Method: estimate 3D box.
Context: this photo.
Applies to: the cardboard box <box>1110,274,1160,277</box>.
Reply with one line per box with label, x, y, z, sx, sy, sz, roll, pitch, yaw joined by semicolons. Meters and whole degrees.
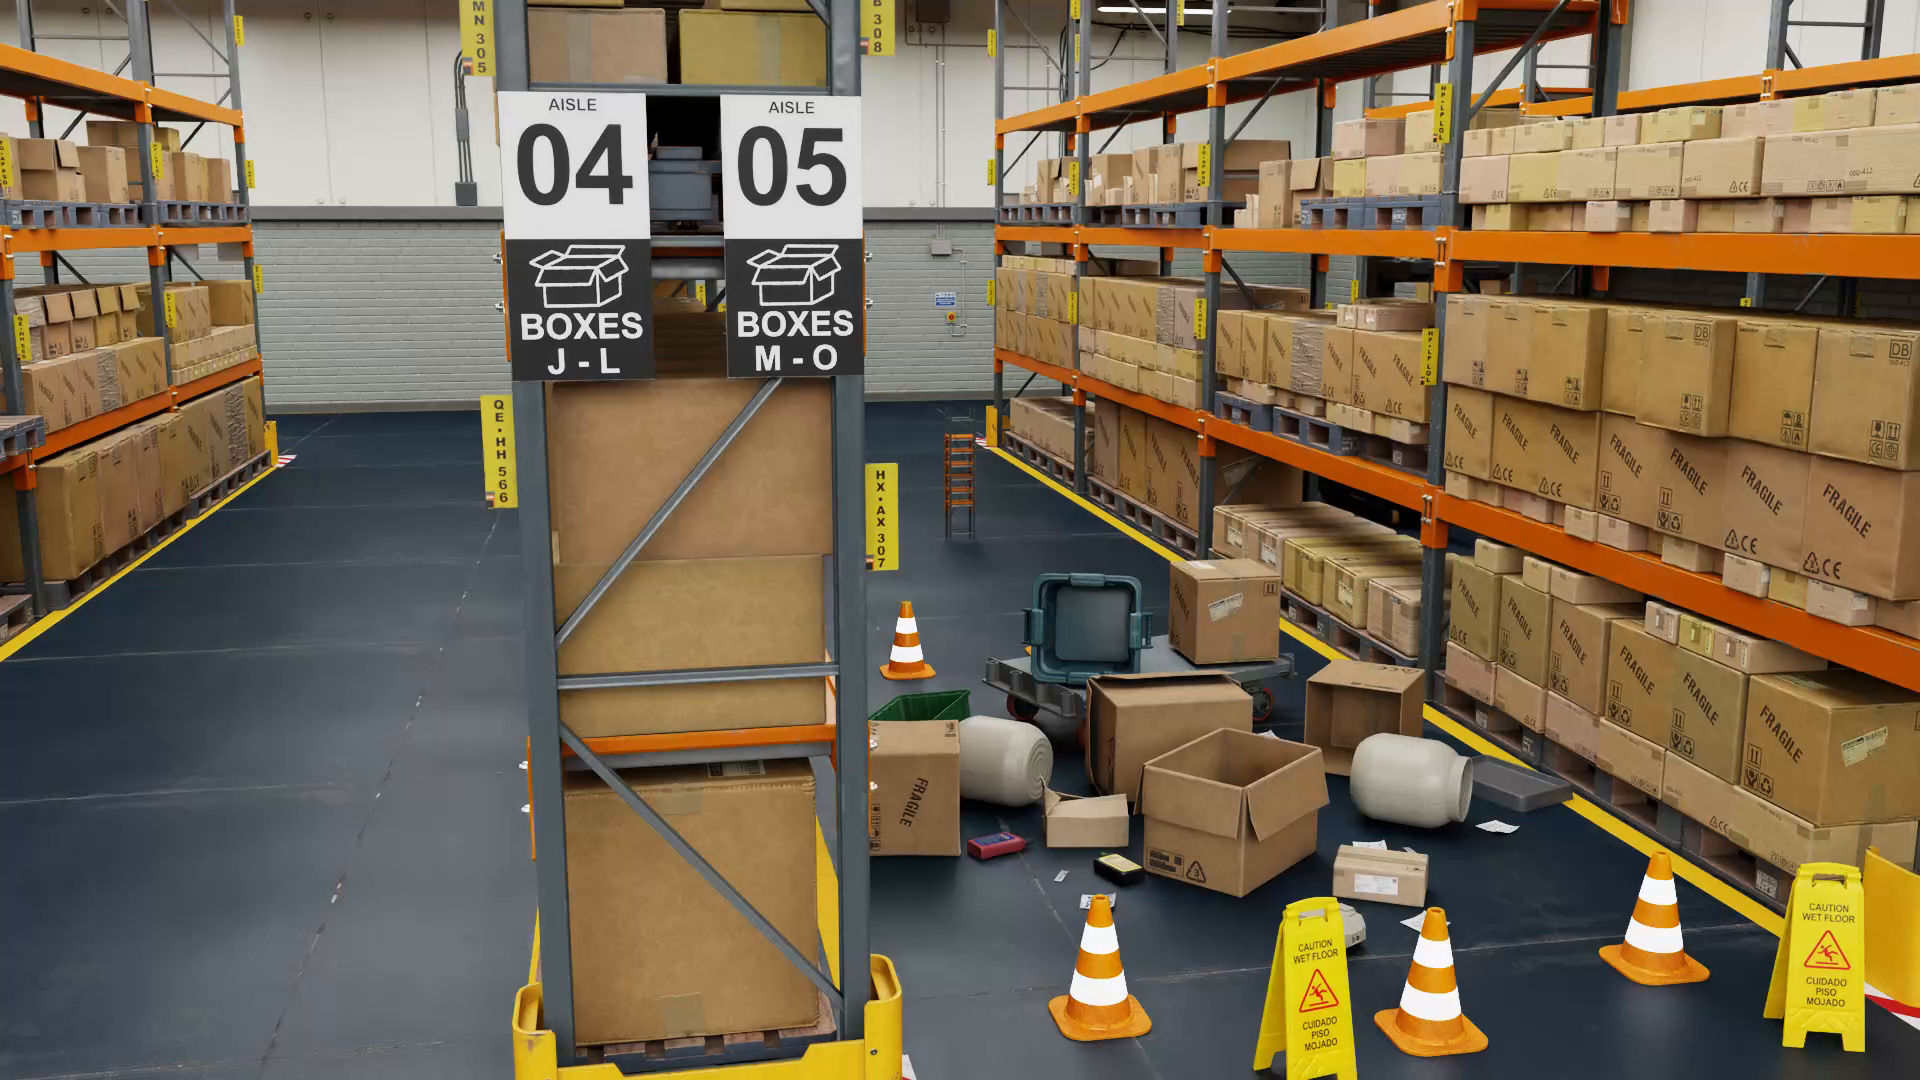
cardboard box;1.865;-2.621;18.005;0.500;0.500;0.500;-2;11;-11

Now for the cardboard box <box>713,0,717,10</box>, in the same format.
cardboard box;-0.582;-1.702;5.241;0.380;0.149;0.250;-2;11;-11

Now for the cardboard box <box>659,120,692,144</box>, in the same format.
cardboard box;-1.114;-1.947;7.595;0.500;0.250;0.500;-2;11;-11

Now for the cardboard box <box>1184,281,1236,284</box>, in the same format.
cardboard box;2.356;-2.170;15.632;0.500;0.500;0.500;-2;11;-10

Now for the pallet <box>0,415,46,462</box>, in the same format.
pallet;-6.980;-0.670;11.207;1.213;0.211;1.003;-2;11;-11

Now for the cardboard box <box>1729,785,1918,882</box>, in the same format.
cardboard box;3.628;1.218;7.008;0.500;0.250;0.500;-2;11;-11

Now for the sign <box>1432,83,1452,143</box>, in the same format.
sign;2.732;-2.418;9.419;0.100;0.325;0.005;-2;11;-11

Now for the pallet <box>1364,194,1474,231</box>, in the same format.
pallet;3.260;-2.016;10.246;1.213;0.211;1.003;-2;11;-11

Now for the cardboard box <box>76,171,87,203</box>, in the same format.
cardboard box;-7.876;-3.056;14.324;0.500;0.311;0.500;-3;11;-13

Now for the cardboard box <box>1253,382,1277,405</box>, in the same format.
cardboard box;2.442;-1.112;12.564;0.380;0.149;0.250;-2;11;-11

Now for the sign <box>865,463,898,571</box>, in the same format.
sign;-0.236;-0.069;5.008;0.100;0.325;0.005;-2;11;-11

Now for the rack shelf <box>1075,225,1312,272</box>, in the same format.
rack shelf;2.109;-2.738;15.463;1.077;0.370;4.000;-2;11;-11

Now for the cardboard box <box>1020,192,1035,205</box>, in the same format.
cardboard box;0.928;-4.116;20.059;0.380;0.149;0.250;-2;11;-9

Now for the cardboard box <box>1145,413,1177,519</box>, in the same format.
cardboard box;2.276;-0.707;15.450;0.875;0.875;0.875;-2;11;-10

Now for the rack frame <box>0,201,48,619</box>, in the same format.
rack frame;-7.223;-0.891;11.855;1.000;3.000;0.127;-2;11;-11

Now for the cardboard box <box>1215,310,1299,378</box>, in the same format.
cardboard box;2.358;-1.562;13.194;0.500;0.500;0.500;-2;11;-13

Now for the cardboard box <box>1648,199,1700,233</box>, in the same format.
cardboard box;3.368;-1.470;7.545;0.380;0.149;0.250;-2;11;-12

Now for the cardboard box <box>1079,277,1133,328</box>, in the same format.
cardboard box;1.524;-2.434;17.021;0.500;0.500;0.500;-2;11;-10

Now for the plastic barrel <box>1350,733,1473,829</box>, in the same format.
plastic barrel;2.167;1.158;7.982;0.512;0.421;0.421;6;12;28

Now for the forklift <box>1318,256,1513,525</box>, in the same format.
forklift;4.564;-1.656;16.057;1.130;2.935;3.031;-2;11;-12

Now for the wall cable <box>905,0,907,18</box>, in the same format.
wall cable;-1.958;-9.589;25.465;2.355;3.000;0.029;-2;11;-11

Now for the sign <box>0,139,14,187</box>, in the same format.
sign;-6.690;-2.638;11.628;0.100;0.325;0.005;-2;11;-11

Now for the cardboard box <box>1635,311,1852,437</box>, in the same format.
cardboard box;3.449;-0.739;7.320;0.700;0.500;0.500;-2;11;-12

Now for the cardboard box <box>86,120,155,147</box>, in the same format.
cardboard box;-8.177;-3.944;16.208;0.500;0.250;0.500;-3;11;-15

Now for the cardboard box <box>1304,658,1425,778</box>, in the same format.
cardboard box;2.150;0.955;8.835;0.500;0.500;0.500;6;12;28

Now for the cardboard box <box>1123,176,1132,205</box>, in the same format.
cardboard box;1.732;-3.251;15.468;0.396;0.266;0.258;-1;11;-6

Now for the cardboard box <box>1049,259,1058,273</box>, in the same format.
cardboard box;1.213;-3.078;18.667;0.380;0.149;0.250;-2;11;-11

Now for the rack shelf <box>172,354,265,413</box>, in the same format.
rack shelf;-8.390;-1.638;17.704;1.077;0.370;4.000;-2;11;-11

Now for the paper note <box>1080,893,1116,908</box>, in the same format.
paper note;0.587;1.532;7.070;0.144;0.017;0.142;2;11;9

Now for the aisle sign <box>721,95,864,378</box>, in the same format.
aisle sign;-0.474;-0.861;4.742;0.394;0.787;0.004;-2;11;-11

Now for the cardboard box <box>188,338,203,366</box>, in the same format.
cardboard box;-7.927;-1.884;16.679;0.500;0.250;0.500;-2;11;-11

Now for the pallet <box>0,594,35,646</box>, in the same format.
pallet;-7.072;0.622;11.363;1.003;0.211;1.213;-2;11;-11

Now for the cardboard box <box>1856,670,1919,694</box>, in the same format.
cardboard box;4.163;0.830;7.040;0.500;0.500;0.500;-3;11;-13

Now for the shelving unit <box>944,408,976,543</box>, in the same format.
shelving unit;0.003;-0.587;15.070;0.258;1.200;0.189;-2;11;-11

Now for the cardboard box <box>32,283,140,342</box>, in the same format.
cardboard box;-7.868;-2.050;14.992;0.797;0.503;0.637;-2;11;-12

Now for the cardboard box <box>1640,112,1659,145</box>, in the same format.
cardboard box;3.401;-1.908;7.714;0.380;0.149;0.250;-2;11;-10

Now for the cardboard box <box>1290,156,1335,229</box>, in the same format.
cardboard box;2.823;-2.497;11.994;0.797;0.503;0.637;-2;11;-11

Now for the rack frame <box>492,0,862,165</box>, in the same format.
rack frame;-0.782;-2.533;4.436;1.000;3.000;0.127;-2;11;-11

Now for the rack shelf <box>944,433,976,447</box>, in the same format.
rack shelf;0.003;-0.897;15.011;0.258;0.103;0.180;-2;11;-11

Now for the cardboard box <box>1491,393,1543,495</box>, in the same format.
cardboard box;3.209;-0.531;8.900;0.500;0.500;0.500;-2;11;-11

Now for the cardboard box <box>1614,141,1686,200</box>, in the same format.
cardboard box;3.387;-1.694;7.657;0.500;0.250;0.500;-2;11;-10

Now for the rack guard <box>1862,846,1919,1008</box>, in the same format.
rack guard;4.039;1.430;6.347;1.175;0.500;0.348;-2;11;-11

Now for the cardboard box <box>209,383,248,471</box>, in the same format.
cardboard box;-8.399;-1.239;18.245;0.875;0.875;0.875;-2;11;-11

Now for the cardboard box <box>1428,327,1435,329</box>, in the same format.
cardboard box;3.285;-1.199;11.286;0.500;0.500;0.500;-2;11;-11

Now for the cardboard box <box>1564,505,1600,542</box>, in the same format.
cardboard box;3.262;-0.090;8.318;0.380;0.149;0.250;-2;11;-11

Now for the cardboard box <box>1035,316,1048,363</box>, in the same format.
cardboard box;1.161;-2.296;18.968;0.500;0.500;0.500;-2;11;-12

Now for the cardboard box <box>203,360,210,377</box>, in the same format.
cardboard box;-7.938;-1.759;17.088;0.380;0.149;0.250;-2;11;-12

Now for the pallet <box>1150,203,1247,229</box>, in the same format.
pallet;2.321;-2.748;14.096;1.213;0.211;1.003;-2;11;-8

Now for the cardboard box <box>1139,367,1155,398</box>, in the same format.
cardboard box;1.948;-1.447;15.178;0.500;0.250;0.500;-2;11;-12

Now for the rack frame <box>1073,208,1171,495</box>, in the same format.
rack frame;1.720;-1.985;17.603;1.000;3.000;0.127;-2;11;-11

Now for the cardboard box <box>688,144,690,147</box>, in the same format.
cardboard box;-1.074;-1.776;7.764;0.380;0.149;0.250;-2;11;-10

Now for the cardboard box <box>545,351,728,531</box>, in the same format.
cardboard box;-1.014;-0.357;5.759;0.875;0.550;0.550;-2;11;-11

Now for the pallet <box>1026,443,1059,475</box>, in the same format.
pallet;1.408;-0.982;19.789;1.003;0.211;1.213;-2;11;-11

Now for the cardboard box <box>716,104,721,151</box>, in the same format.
cardboard box;-0.584;-1.312;5.328;0.380;0.149;0.250;-2;11;-10
